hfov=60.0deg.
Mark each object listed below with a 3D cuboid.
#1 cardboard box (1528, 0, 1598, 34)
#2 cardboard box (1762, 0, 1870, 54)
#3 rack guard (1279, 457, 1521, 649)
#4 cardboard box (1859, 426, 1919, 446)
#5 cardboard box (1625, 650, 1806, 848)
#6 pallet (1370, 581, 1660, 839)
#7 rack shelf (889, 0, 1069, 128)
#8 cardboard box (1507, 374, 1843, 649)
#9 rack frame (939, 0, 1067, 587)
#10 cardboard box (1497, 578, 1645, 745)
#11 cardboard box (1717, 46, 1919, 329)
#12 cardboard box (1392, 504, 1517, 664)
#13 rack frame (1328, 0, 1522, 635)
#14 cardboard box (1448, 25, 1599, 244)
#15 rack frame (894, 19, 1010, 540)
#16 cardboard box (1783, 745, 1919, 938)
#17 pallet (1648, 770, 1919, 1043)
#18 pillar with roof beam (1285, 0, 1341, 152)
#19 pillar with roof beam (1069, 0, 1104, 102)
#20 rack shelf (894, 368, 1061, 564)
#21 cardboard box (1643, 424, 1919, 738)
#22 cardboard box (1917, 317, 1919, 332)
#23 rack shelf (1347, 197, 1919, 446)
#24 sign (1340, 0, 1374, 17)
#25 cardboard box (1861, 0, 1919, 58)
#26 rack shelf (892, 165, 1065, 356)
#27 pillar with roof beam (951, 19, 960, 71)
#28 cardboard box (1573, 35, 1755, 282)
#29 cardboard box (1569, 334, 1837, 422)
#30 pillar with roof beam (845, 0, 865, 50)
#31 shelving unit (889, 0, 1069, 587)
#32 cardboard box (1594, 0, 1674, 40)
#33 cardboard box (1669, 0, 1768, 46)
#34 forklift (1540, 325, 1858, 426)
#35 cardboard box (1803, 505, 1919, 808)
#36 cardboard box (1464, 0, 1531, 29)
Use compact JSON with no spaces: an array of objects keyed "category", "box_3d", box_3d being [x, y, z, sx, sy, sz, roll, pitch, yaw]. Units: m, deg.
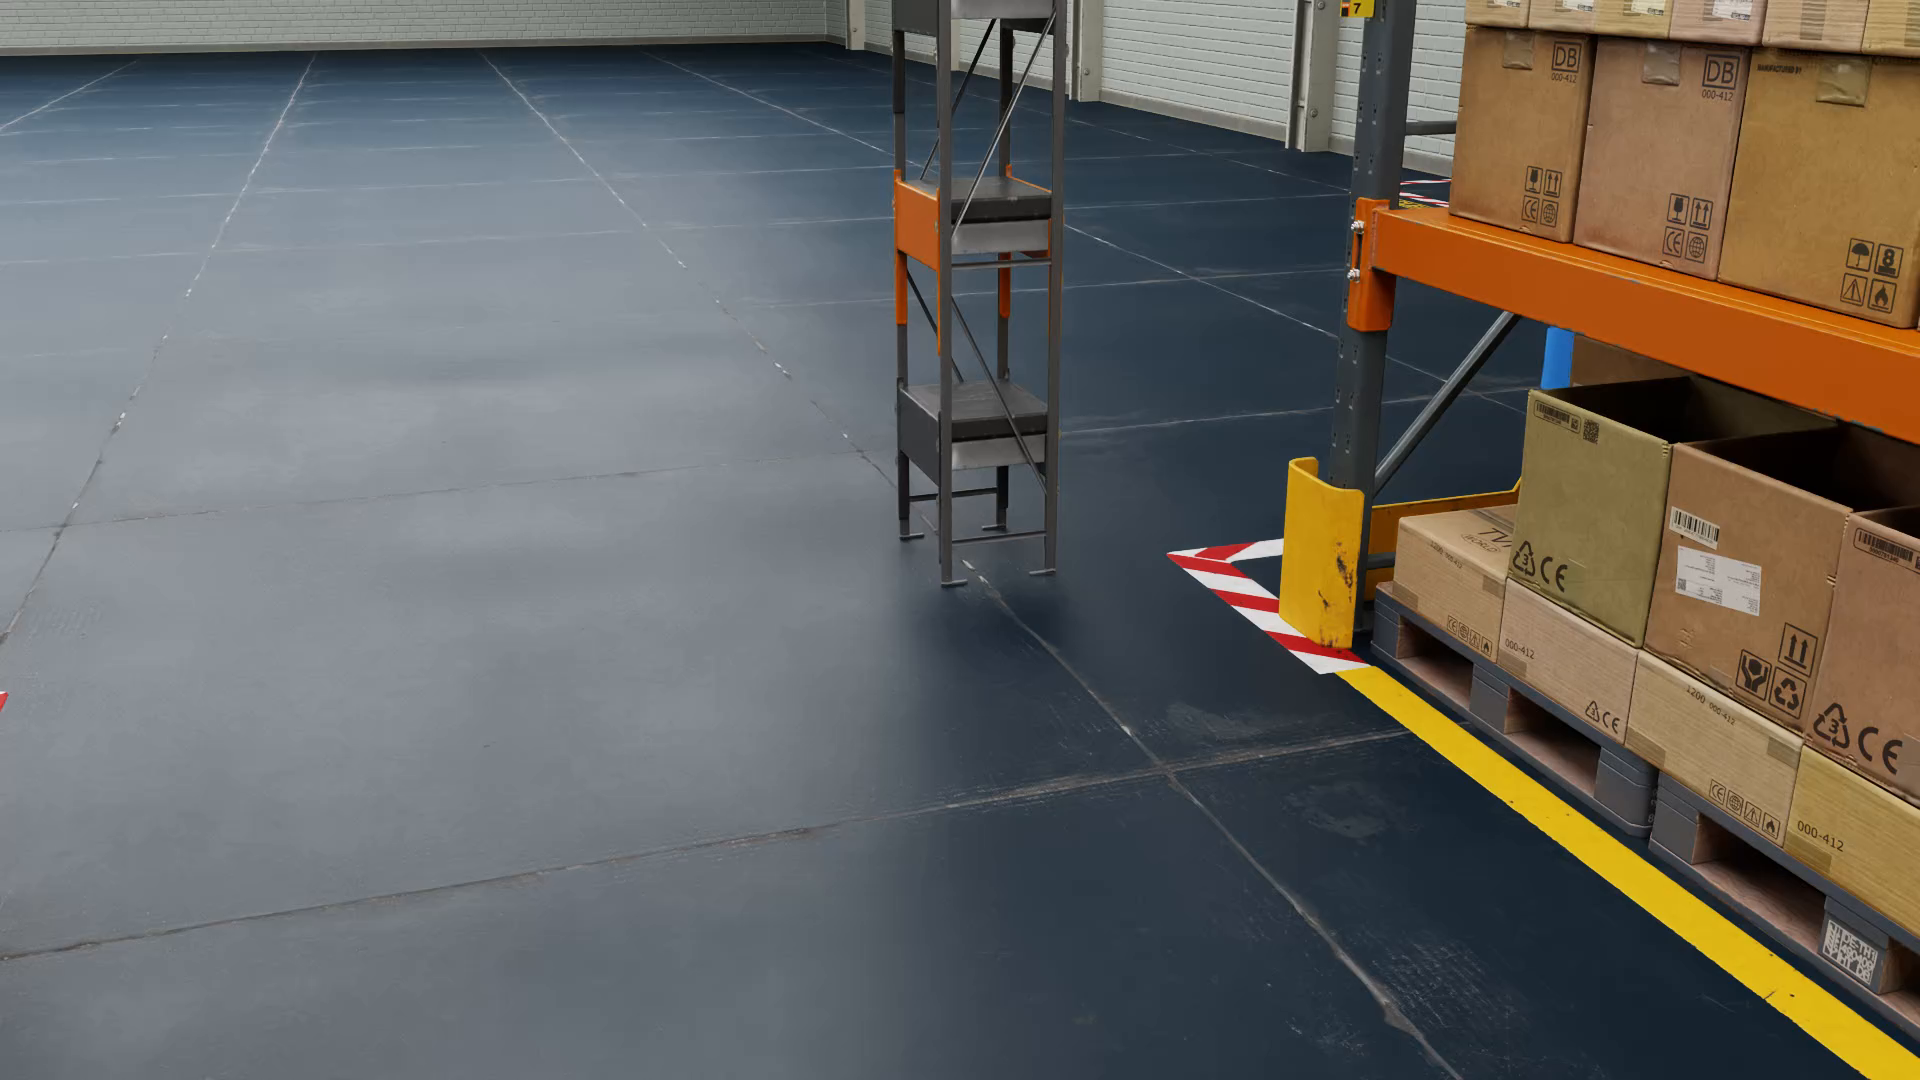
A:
[{"category":"cardboard box","box_3d":[1.611,-1.306,4.007,0.380,0.149,0.250,-7,21,-19]},{"category":"cardboard box","box_3d":[1.852,-1.059,3.321,0.380,0.149,0.250,-7,21,-19]},{"category":"rack guard","box_3d":[1.599,-0.018,5.227,1.175,0.500,0.348,-6,21,-17]},{"category":"cardboard box","box_3d":[2.386,0.017,3.770,0.500,0.500,0.500,-6,21,-17]},{"category":"cardboard box","box_3d":[1.881,0.426,3.740,0.500,0.250,0.500,-6,21,-17]},{"category":"pallet","box_3d":[1.887,0.366,4.584,1.003,0.211,1.213,-6,21,-17]},{"category":"rack shelf","box_3d":[0.052,-1.581,5.182,0.431,0.518,0.480,-6,21,-17]},{"category":"cardboard box","box_3d":[1.723,-0.087,4.059,0.500,0.500,0.500,-6,21,-17]},{"category":"rack frame","box_3d":[0.129,-0.857,5.196,0.400,2.100,0.015,-6,21,-17]},{"category":"cardboard box","box_3d":[1.725,0.265,4.186,0.500,0.250,0.500,-6,21,-17]},{"category":"cardboard box","box_3d":[2.061,-0.755,3.432,0.700,0.500,0.500,-6,21,-17]},{"category":"cardboard box","box_3d":[1.564,0.105,4.632,0.500,0.250,0.500,-6,21,-17]},{"category":"rack frame","box_3d":[1.607,-1.187,4.783,1.000,3.000,0.127,-6,21,-17]},{"category":"cardboard box","box_3d":[1.741,-1.083,4.345,0.700,0.500,0.500,-6,21,-17]},{"category":"rack frame","box_3d":[-0.025,-1.013,5.632,0.400,2.100,0.015,-6,21,-17]},{"category":"cardboard box","box_3d":[2.034,0.587,3.291,0.500,0.250,0.500,-6,21,-17]},{"category":"pallet","box_3d":[2.266,0.757,3.496,1.003,0.211,1.213,-6,21,-17]},{"category":"pillar with roof beam","box_3d":[-0.509,-7.798,14.316,9.100,9.000,0.400,-6,21,-17]},{"category":"pillar with roof beam","box_3d":[-2.395,-9.724,19.677,9.100,9.000,0.400,-6,21,-17]},{"category":"rack shelf","box_3d":[0.052,-0.263,5.655,0.431,0.518,0.480,-6,21,-17]},{"category":"cardboard box","box_3d":[1.892,0.072,3.616,0.500,0.500,0.500,-6,21,-17]},{"category":"cardboard box","box_3d":[2.230,-0.586,2.963,0.700,0.500,0.500,-6,21,-16]},{"category":"rack shelf","box_3d":[2.235,-0.206,3.118,1.077,0.370,4.000,-6,21,-17]},{"category":"sign","box_3d":[1.078,-1.574,4.465,0.100,0.325,0.005,-6,21,-17]},{"category":"cardboard box","box_3d":[1.932,-0.977,3.092,0.380,0.149,0.250,-7,21,-18]},{"category":"rack shelf","box_3d":[0.052,-0.922,5.418,0.431,0.518,0.480,-6,21,-17]},{"category":"pillar with roof beam","box_3d":[-4.281,-11.649,25.037,9.100,9.000,0.400,-6,21,-17]},{"category":"cardboard box","box_3d":[1.911,-0.915,3.878,0.700,0.500,0.500,-6,21,-16]},{"category":"cardboard box","box_3d":[2.058,-0.303,4.659,0.500,0.500,0.500,-6,21,-17]},{"category":"pillar with roof beam","box_3d":[-6.167,-13.575,30.398,9.100,9.000,0.400,-6,21,-17]},{"category":"shelving unit","box_3d":[0.052,-0.935,5.414,0.431,2.100,0.503,-6,21,-17]},{"category":"cardboard box","box_3d":[1.688,-1.226,3.784,0.380,0.149,0.250,-6,21,-17]},{"category":"cardboard box","box_3d":[1.765,-1.144,3.558,0.380,0.149,0.250,-7,21,-18]},{"category":"forklift","box_3d":[3.304,-1.168,4.832,1.130,2.935,3.031,-11,23,-28]},{"category":"cardboard box","box_3d":[2.033,0.234,3.164,0.500,0.500,0.500,-6,21,-17]},{"category":"cardboard box","box_3d":[1.525,-1.390,4.242,0.380,0.149,0.250,-7,21,-18]}]
